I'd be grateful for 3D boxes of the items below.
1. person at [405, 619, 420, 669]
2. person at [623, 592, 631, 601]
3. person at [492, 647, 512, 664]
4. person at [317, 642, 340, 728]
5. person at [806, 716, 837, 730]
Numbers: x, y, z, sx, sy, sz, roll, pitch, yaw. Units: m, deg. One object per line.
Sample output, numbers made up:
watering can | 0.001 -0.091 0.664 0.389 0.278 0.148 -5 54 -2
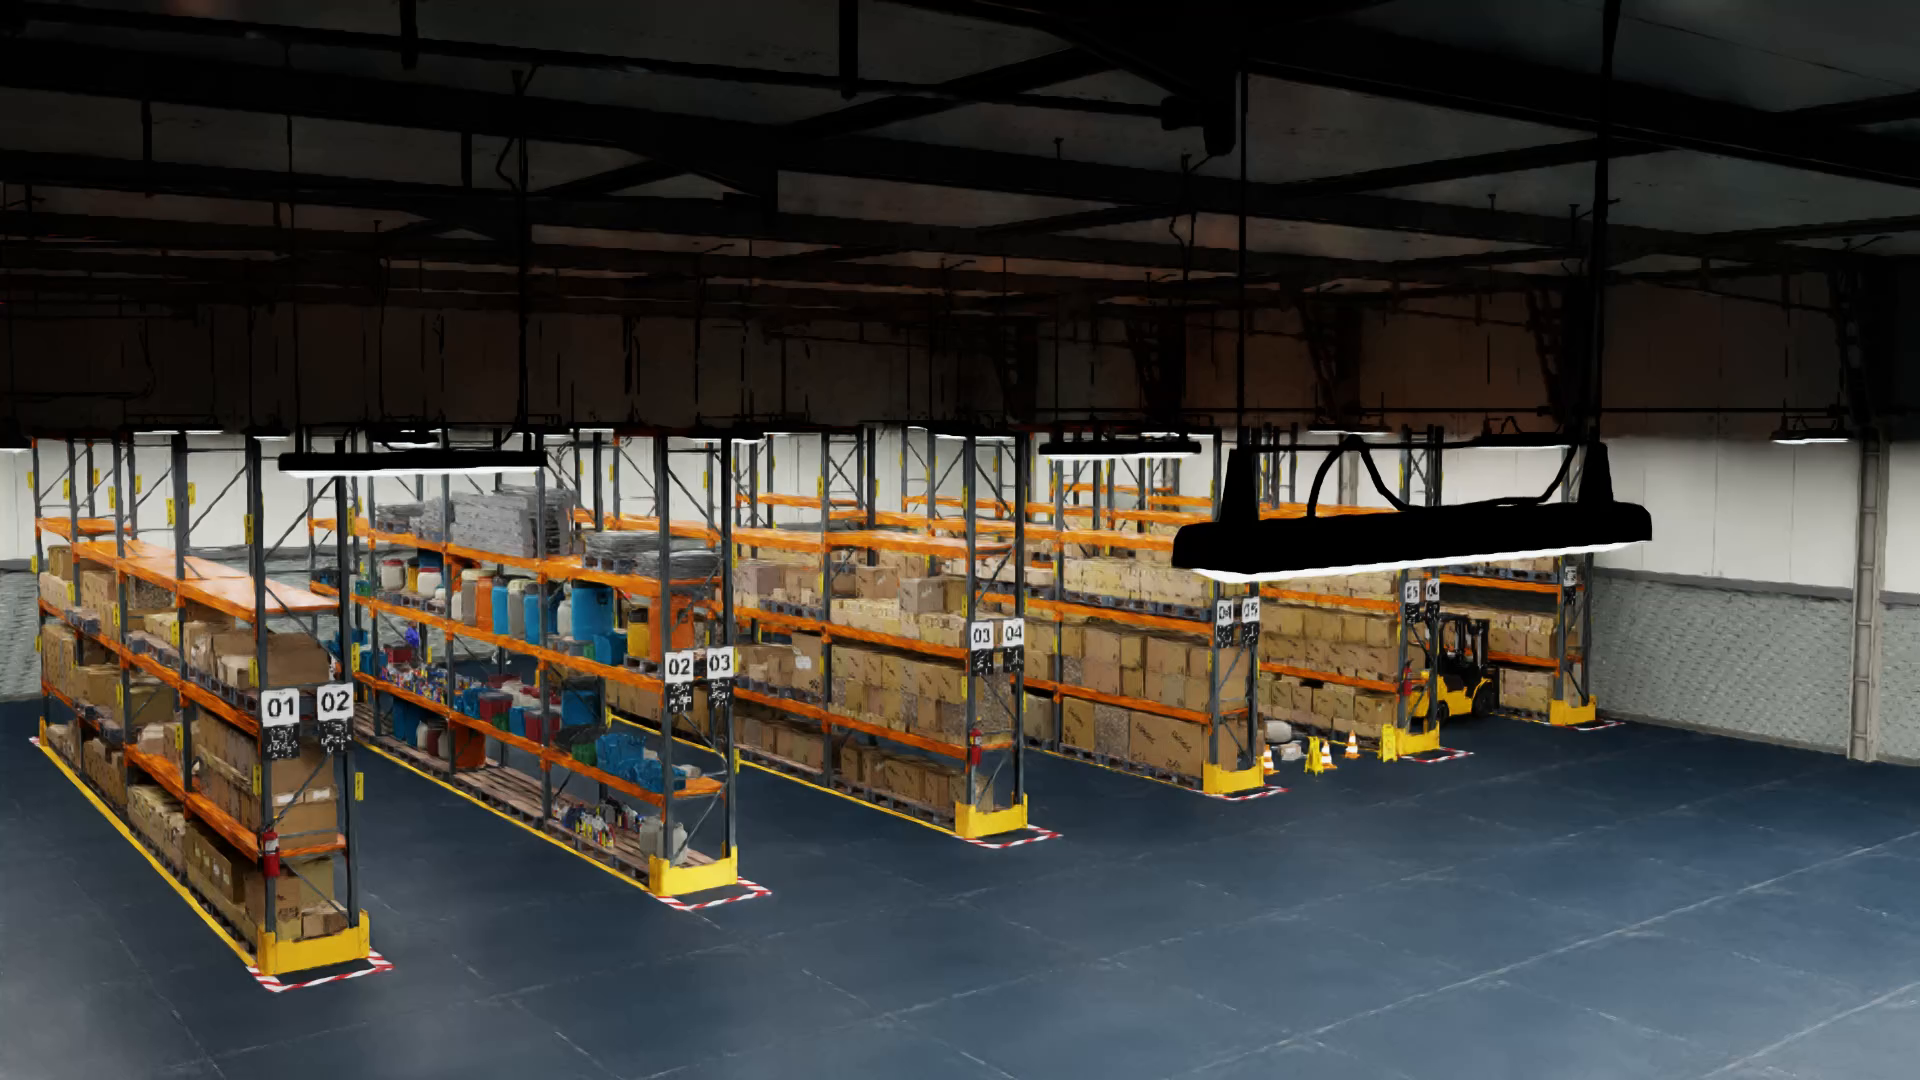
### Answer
person | -12.469 2.579 37.496 0.473 1.642 0.652 1 5 10
person | -8.443 2.180 41.953 0.677 1.742 0.552 -4 6 -38
person | -11.410 2.294 41.452 0.496 1.586 0.466 1 5 16
person | -12.728 2.869 33.312 0.582 1.703 0.985 -2 5 -20
person | -2.635 2.991 31.676 0.577 1.691 1.121 -3 5 -34
